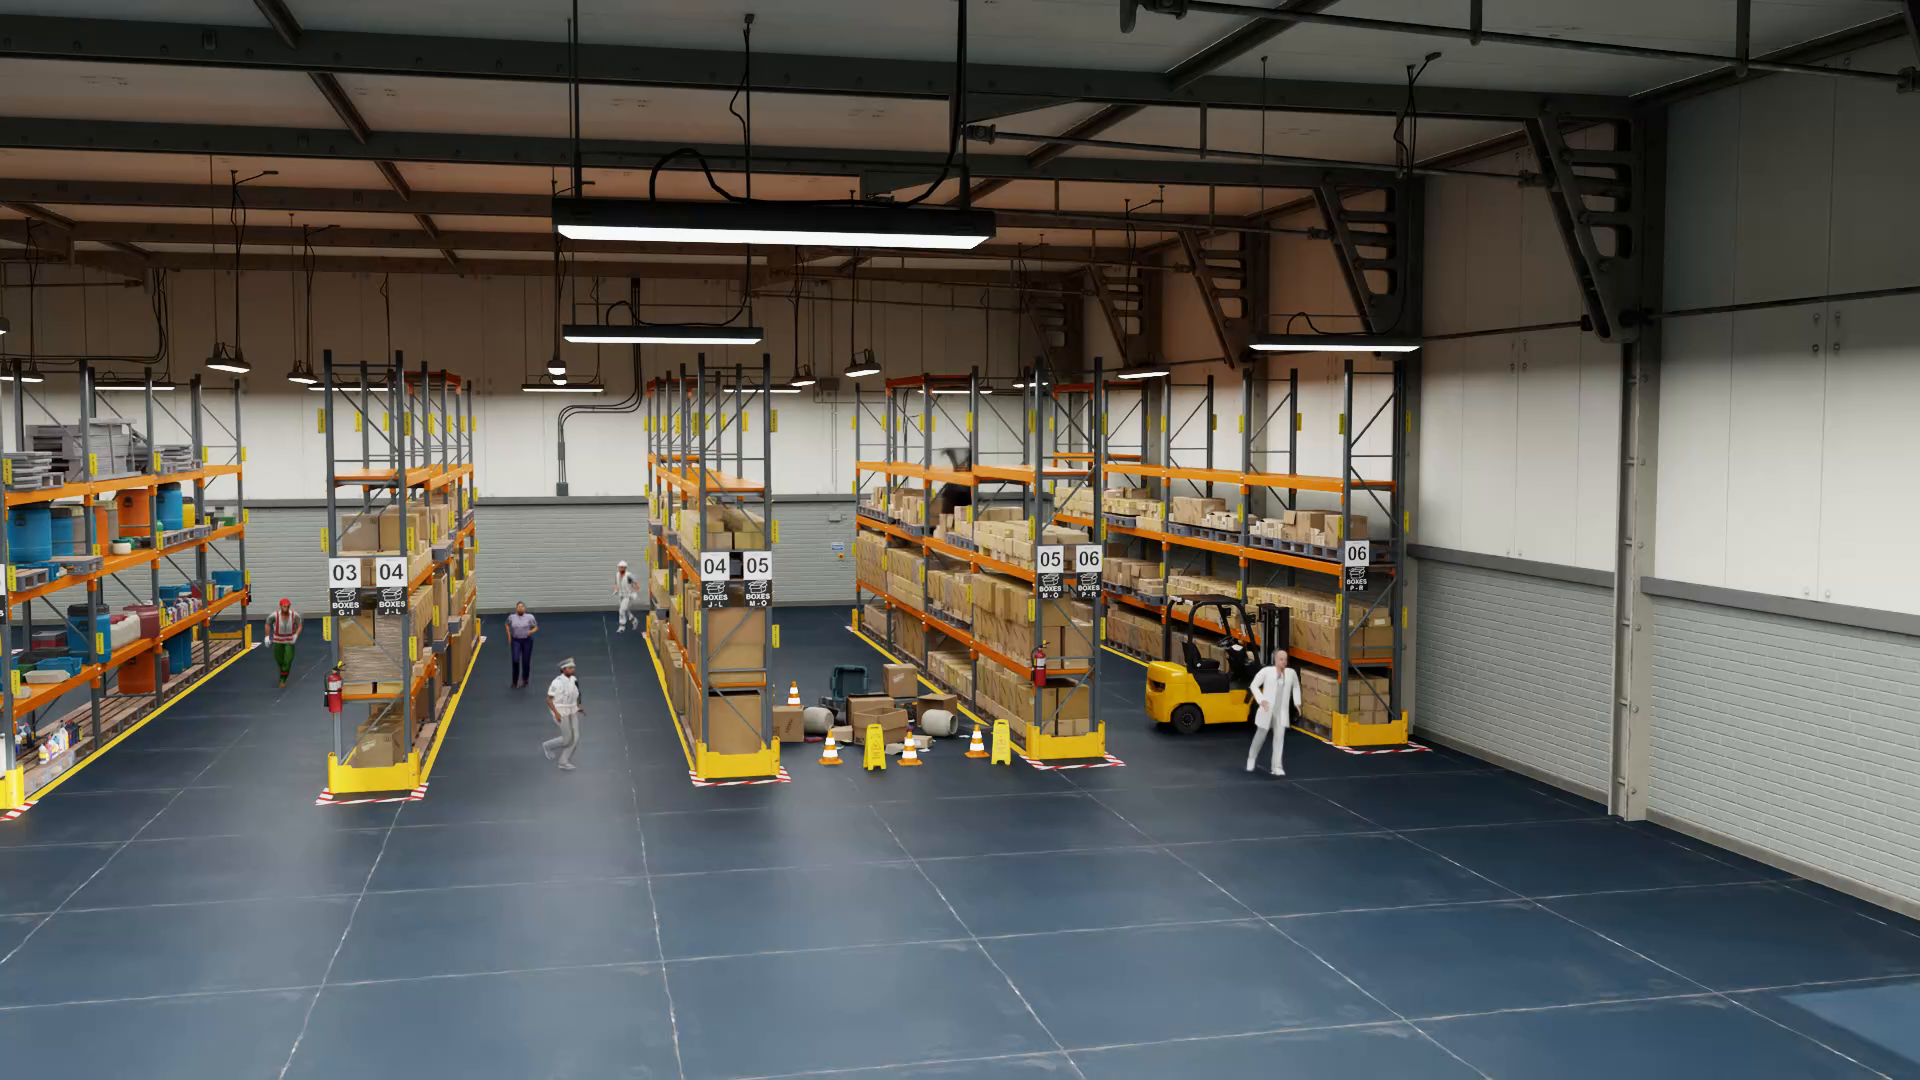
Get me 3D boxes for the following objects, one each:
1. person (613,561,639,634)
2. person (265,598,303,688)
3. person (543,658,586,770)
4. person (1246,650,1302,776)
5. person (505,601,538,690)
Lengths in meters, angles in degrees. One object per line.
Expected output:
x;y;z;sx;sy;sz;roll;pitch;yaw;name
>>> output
-7.947;1.359;39.884;0.662;1.746;0.854;2;5;32;person
-12.878;1.947;31.672;0.670;1.714;0.705;-2;5;-28;person
-5.752;2.513;24.123;0.589;1.637;0.563;3;5;32;person
4.495;2.543;23.583;0.748;1.575;1.070;0;4;-4;person
-8.314;2.003;31.558;0.612;1.677;0.715;-1;4;-14;person
